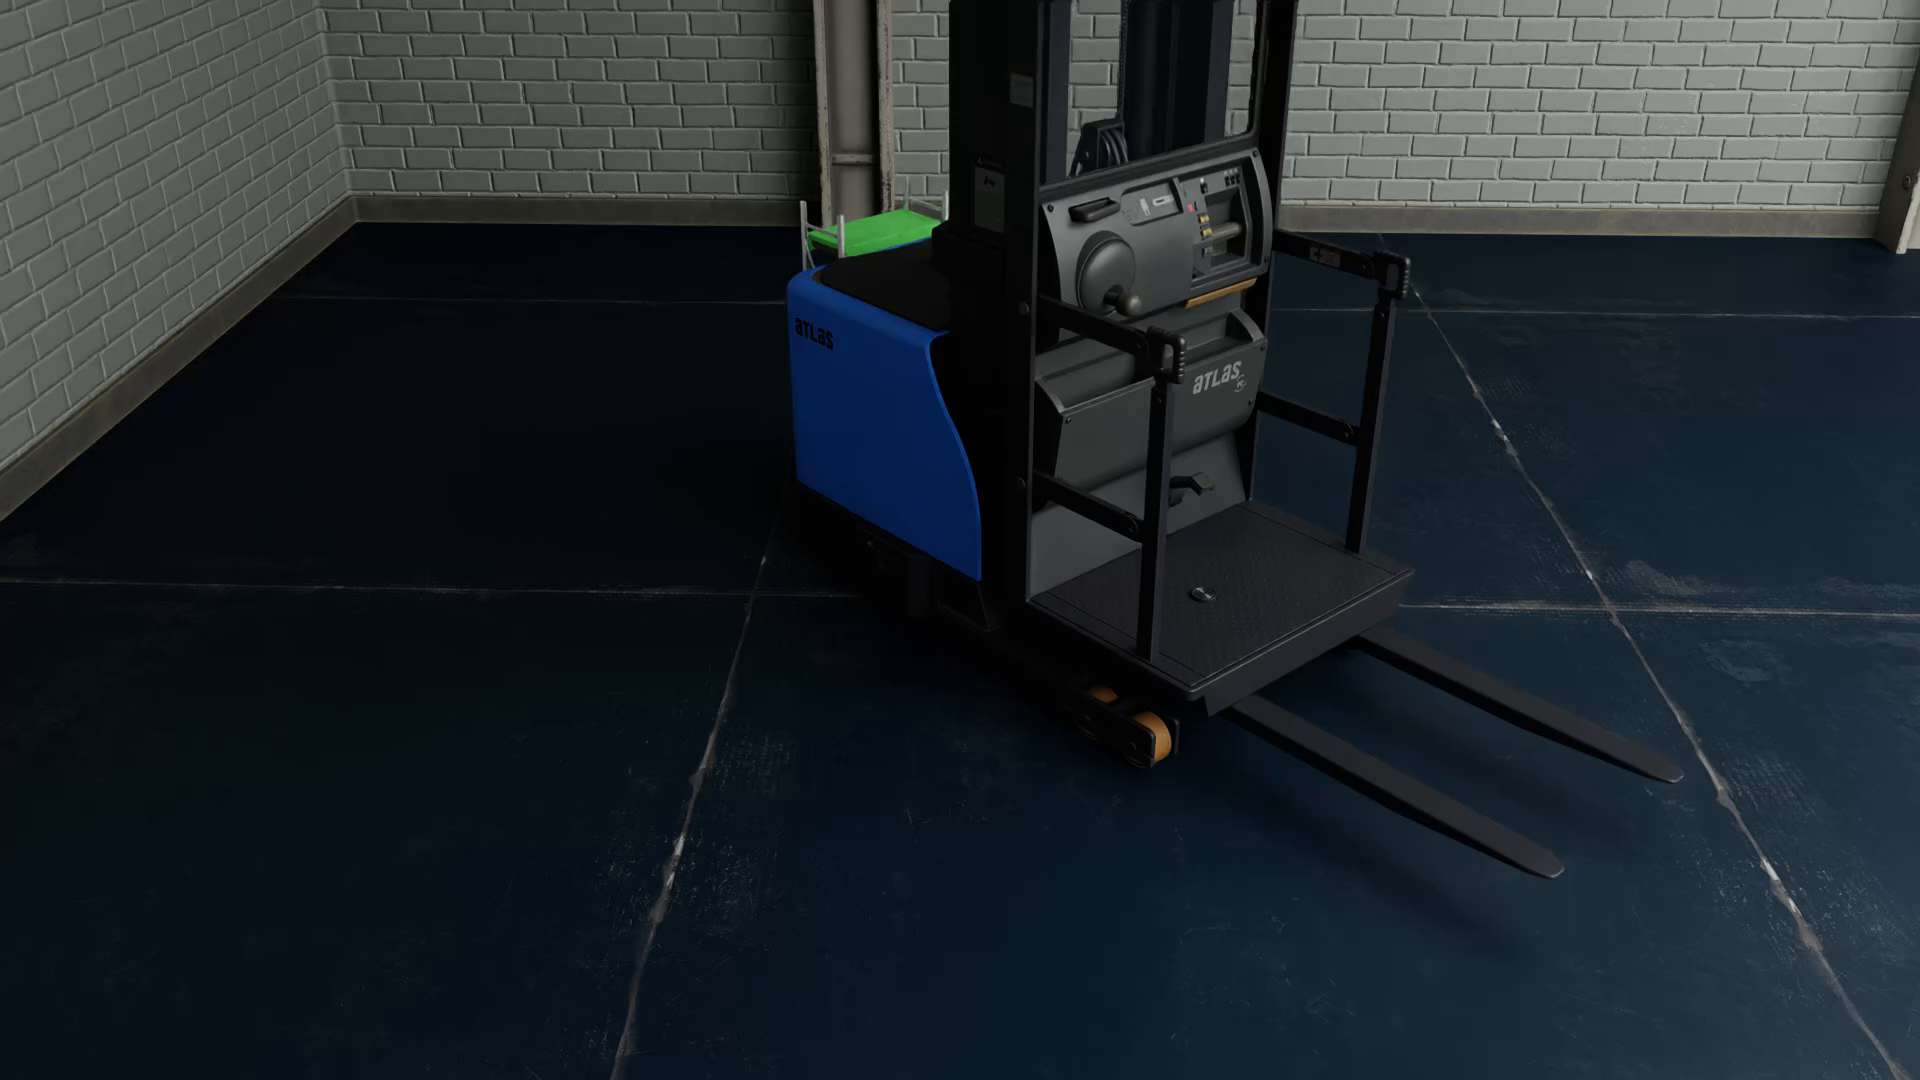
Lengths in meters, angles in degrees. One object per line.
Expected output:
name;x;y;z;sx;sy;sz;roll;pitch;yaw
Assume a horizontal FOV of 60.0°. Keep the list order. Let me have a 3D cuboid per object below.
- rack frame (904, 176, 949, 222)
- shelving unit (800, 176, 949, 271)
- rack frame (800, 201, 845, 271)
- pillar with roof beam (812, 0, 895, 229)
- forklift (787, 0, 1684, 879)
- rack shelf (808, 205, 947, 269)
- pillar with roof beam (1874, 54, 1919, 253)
rack frame;-0.126;-0.800;6.478;0.015;1.200;0.240;-22;35;-36
shelving unit;-0.309;-0.725;6.336;0.503;1.200;0.258;-22;35;-36
rack frame;-0.492;-0.650;6.194;0.015;1.200;0.240;-22;35;-36
pillar with roof beam;-0.733;-3.726;3.671;0.400;9.000;9.100;1;28;2
forklift;0.740;-0.884;4.789;1.130;2.935;3.031;-22;35;-36
rack shelf;-0.309;-1.093;6.142;0.480;0.148;0.258;-22;35;-36
pillar with roof beam;5.263;-3.627;3.484;0.400;9.000;9.100;1;28;2
